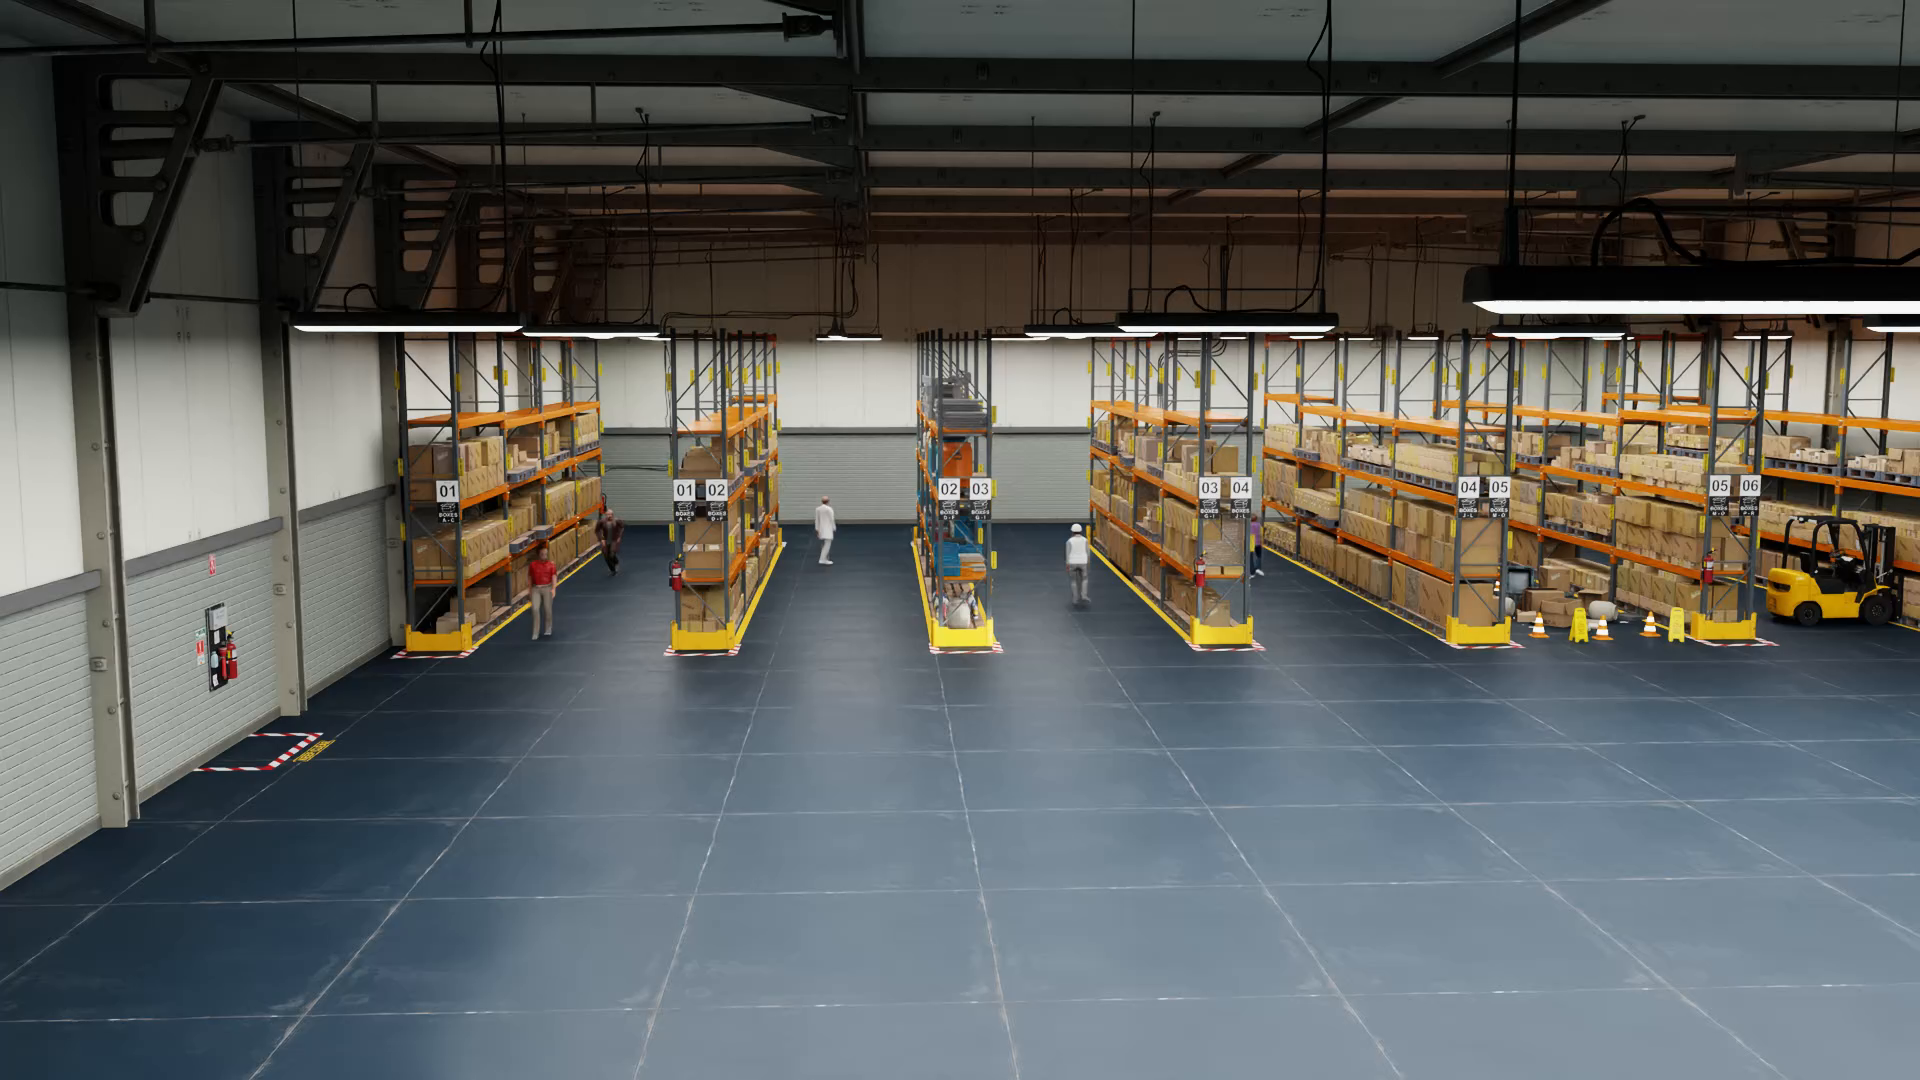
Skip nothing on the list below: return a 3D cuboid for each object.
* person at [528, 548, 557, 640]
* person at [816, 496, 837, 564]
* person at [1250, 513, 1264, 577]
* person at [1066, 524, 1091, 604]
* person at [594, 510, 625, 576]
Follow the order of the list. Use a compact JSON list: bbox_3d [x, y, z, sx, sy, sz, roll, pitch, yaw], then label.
[{"bbox_3d":[-8.179,1.058,32.555,0.561,1.763,0.684,-1,7,-10],"label":"person"},{"bbox_3d":[-3.508,-0.252,43.264,0.617,1.773,0.801,5,9,38],"label":"person"},{"bbox_3d":[7.208,0.138,40.737,0.463,1.596,0.471,0,7,1],"label":"person"},{"bbox_3d":[2.603,0.528,36.700,0.563,1.774,0.524,0,7,-2],"label":"person"},{"bbox_3d":[-8.637,0.116,41.071,0.678,1.572,0.659,1,7,6],"label":"person"}]
